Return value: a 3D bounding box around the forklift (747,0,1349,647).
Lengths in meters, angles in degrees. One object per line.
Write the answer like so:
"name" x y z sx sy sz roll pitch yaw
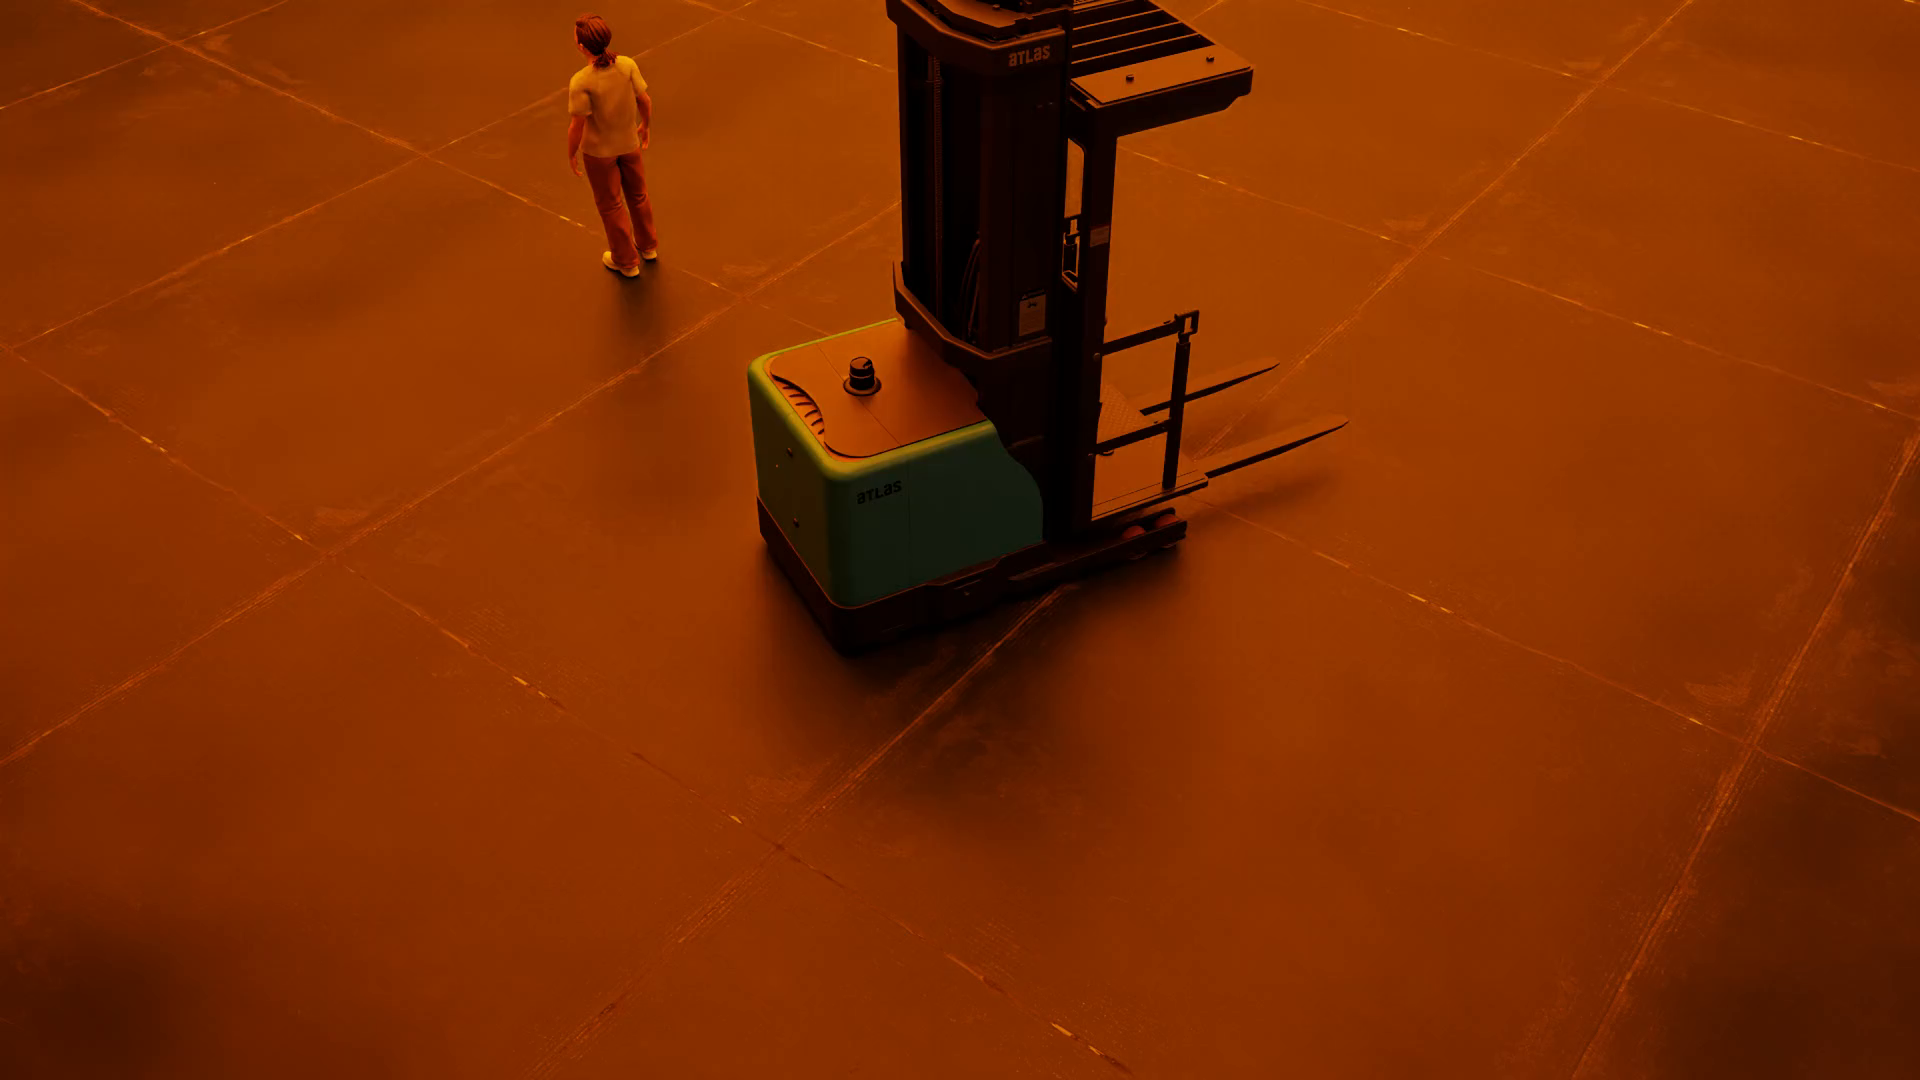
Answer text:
"forklift" 0.550 -1.304 7.603 3.031 2.935 1.130 -19 44 -21

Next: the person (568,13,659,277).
"person" -2.072 -2.322 9.754 0.554 1.673 0.548 -26 47 -28
